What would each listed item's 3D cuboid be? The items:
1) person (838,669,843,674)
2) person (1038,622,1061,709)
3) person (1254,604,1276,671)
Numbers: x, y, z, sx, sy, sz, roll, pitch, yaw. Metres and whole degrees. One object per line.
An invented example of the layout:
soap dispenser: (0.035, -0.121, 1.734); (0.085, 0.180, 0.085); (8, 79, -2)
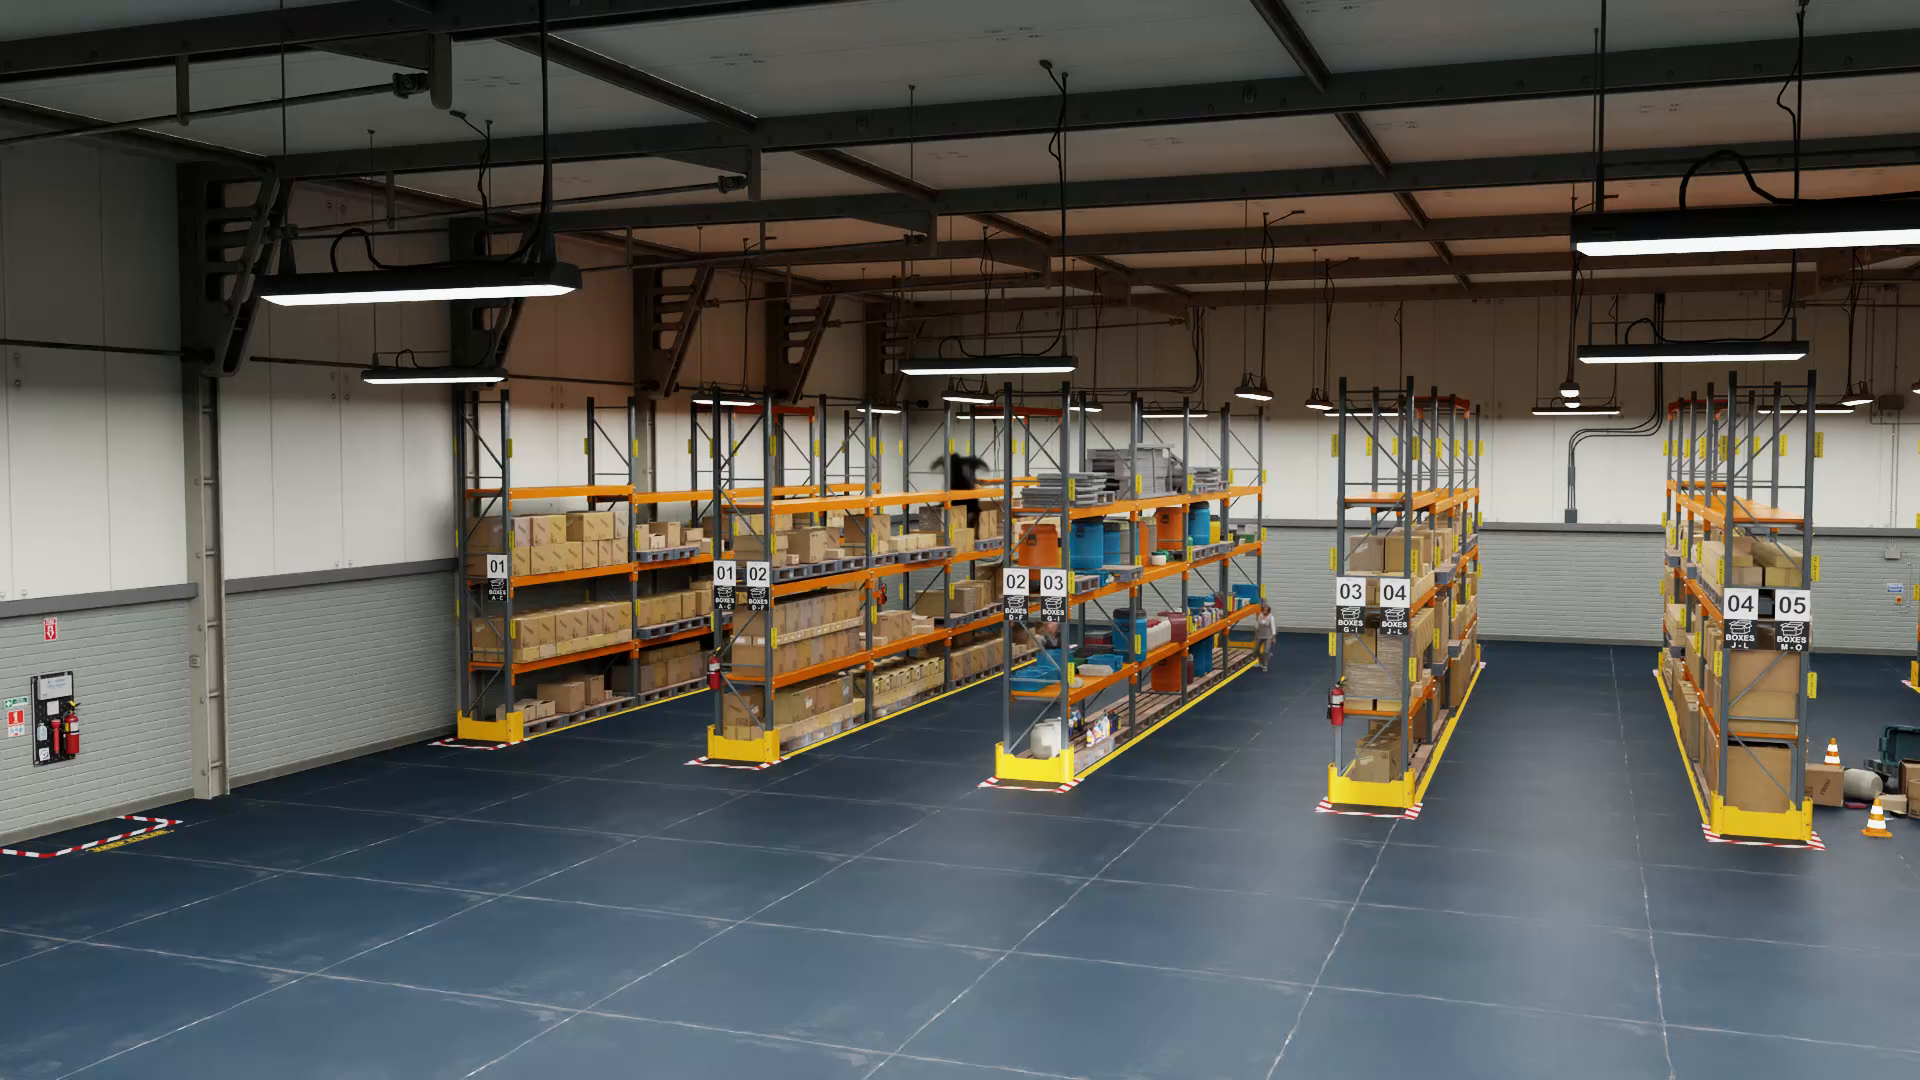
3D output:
person: (-2.570, 2.287, 35.119); (0.535, 1.568, 0.904); (1, 3, 11)
person: (1.816, 2.403, 32.022); (0.629, 1.696, 0.620); (-1, 3, -13)
person: (6.848, 2.188, 37.347); (0.675, 1.515, 0.590); (2, 4, 34)
